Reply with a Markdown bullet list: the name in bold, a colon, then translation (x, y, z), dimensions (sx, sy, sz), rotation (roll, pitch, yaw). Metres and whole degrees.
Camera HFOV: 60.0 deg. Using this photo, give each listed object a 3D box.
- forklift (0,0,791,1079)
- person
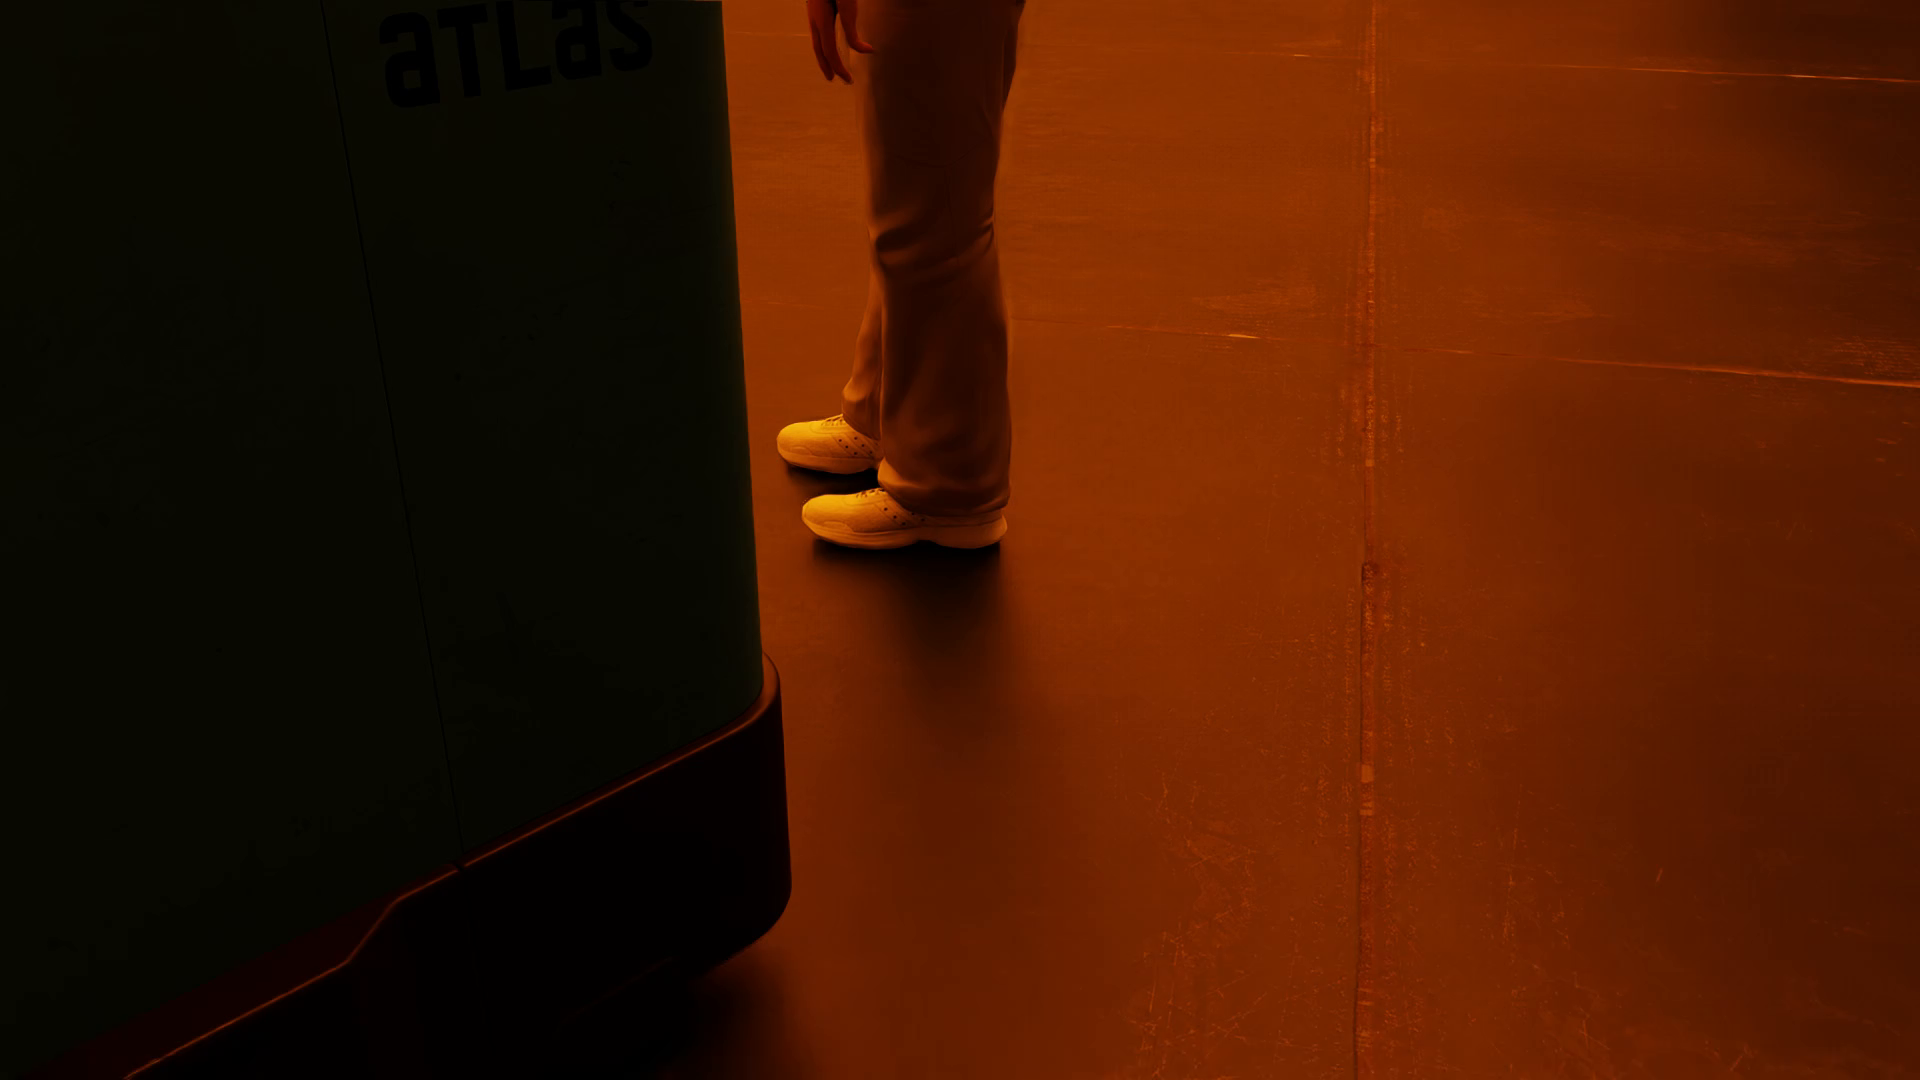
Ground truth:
- **forklift**: translation (-1.559, -0.574, 0.385), dimensions (1.130, 2.935, 3.031), rotation (24, 35, 39)
- **person**: translation (-0.095, -0.753, 2.130), dimensions (0.521, 1.675, 0.571), rotation (5, 27, 10)
